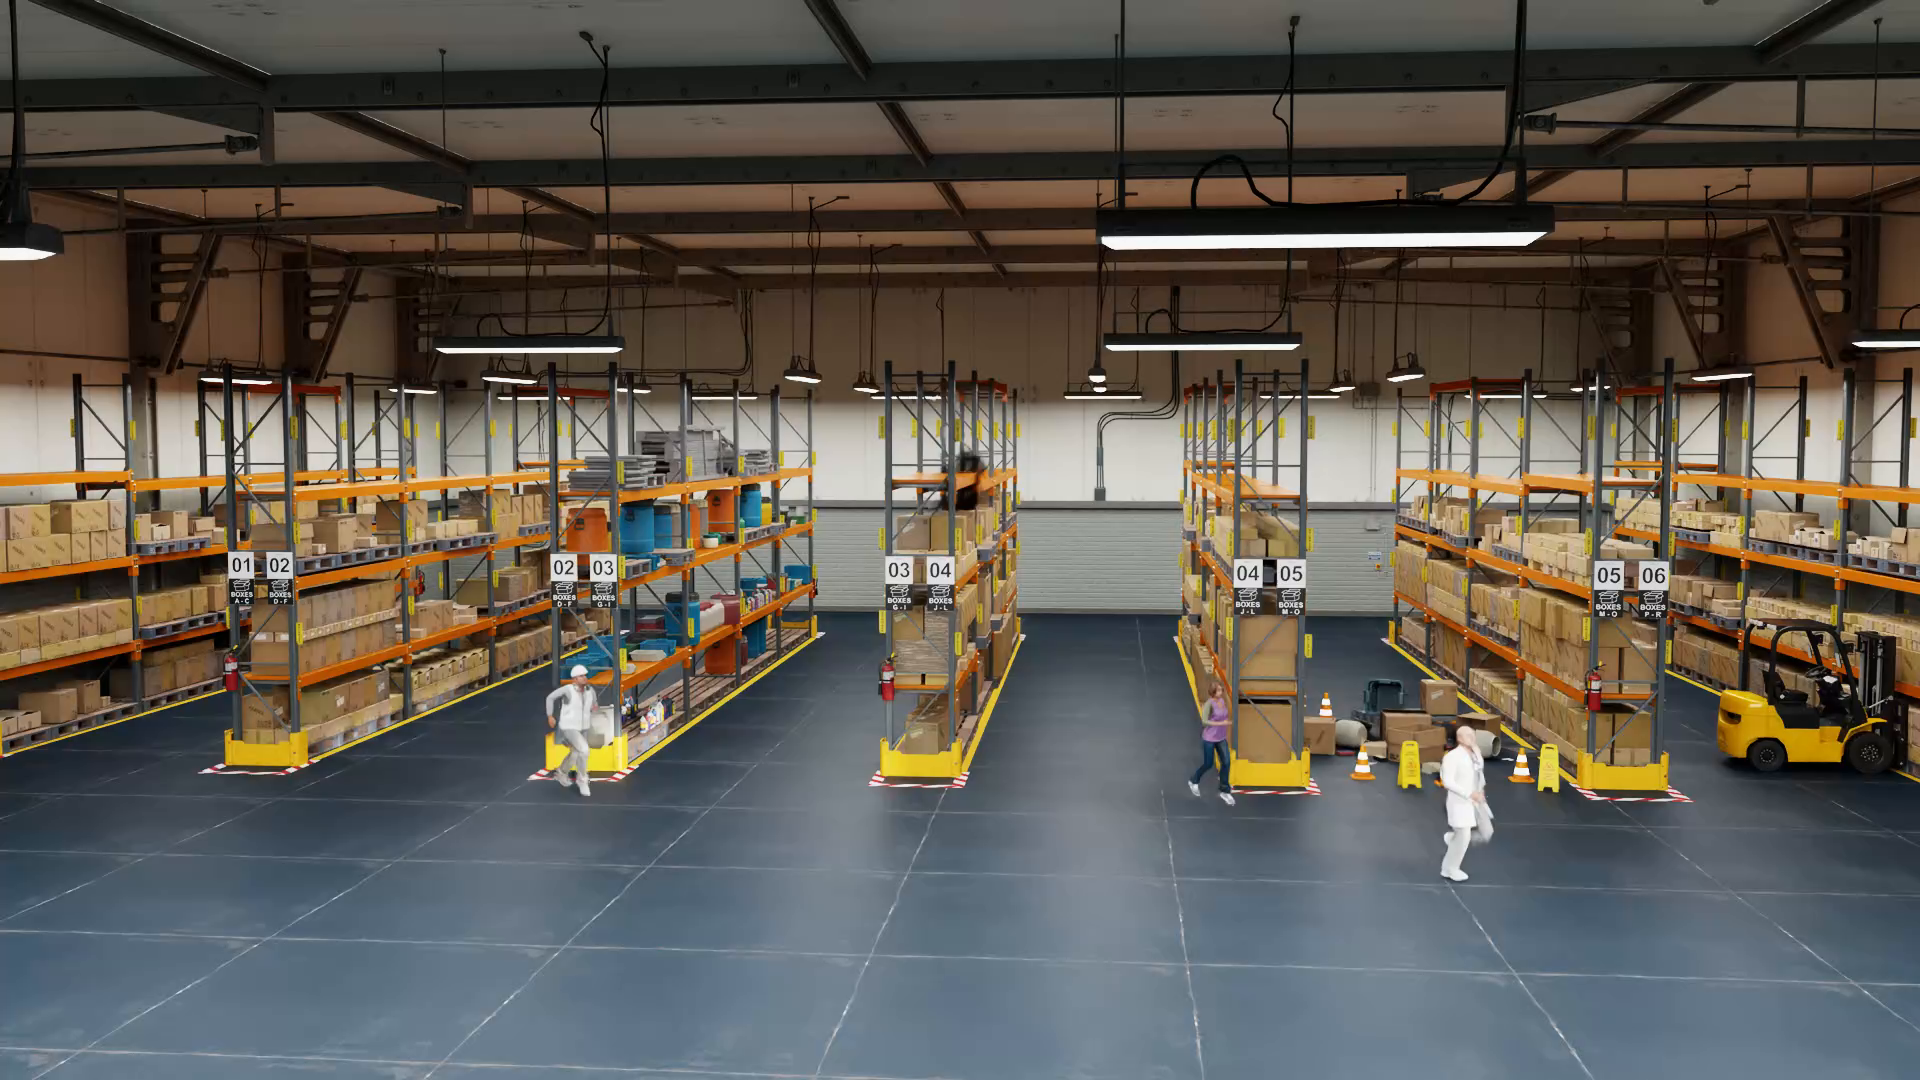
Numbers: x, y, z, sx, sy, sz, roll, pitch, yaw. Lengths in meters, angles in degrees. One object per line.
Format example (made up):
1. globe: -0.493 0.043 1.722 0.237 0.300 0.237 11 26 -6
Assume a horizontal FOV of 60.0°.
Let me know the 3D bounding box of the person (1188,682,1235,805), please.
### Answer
1. person: 3.411 2.718 22.440 0.575 1.631 0.741 -3 5 -41

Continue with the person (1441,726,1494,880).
1. person: 5.646 2.919 18.459 0.747 1.732 0.690 -2 4 -32

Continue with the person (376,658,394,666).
1. person: -11.388 1.955 32.880 0.664 1.739 0.603 0 4 3

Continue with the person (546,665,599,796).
1. person: -5.322 2.616 22.961 0.840 1.806 0.679 3 5 39
